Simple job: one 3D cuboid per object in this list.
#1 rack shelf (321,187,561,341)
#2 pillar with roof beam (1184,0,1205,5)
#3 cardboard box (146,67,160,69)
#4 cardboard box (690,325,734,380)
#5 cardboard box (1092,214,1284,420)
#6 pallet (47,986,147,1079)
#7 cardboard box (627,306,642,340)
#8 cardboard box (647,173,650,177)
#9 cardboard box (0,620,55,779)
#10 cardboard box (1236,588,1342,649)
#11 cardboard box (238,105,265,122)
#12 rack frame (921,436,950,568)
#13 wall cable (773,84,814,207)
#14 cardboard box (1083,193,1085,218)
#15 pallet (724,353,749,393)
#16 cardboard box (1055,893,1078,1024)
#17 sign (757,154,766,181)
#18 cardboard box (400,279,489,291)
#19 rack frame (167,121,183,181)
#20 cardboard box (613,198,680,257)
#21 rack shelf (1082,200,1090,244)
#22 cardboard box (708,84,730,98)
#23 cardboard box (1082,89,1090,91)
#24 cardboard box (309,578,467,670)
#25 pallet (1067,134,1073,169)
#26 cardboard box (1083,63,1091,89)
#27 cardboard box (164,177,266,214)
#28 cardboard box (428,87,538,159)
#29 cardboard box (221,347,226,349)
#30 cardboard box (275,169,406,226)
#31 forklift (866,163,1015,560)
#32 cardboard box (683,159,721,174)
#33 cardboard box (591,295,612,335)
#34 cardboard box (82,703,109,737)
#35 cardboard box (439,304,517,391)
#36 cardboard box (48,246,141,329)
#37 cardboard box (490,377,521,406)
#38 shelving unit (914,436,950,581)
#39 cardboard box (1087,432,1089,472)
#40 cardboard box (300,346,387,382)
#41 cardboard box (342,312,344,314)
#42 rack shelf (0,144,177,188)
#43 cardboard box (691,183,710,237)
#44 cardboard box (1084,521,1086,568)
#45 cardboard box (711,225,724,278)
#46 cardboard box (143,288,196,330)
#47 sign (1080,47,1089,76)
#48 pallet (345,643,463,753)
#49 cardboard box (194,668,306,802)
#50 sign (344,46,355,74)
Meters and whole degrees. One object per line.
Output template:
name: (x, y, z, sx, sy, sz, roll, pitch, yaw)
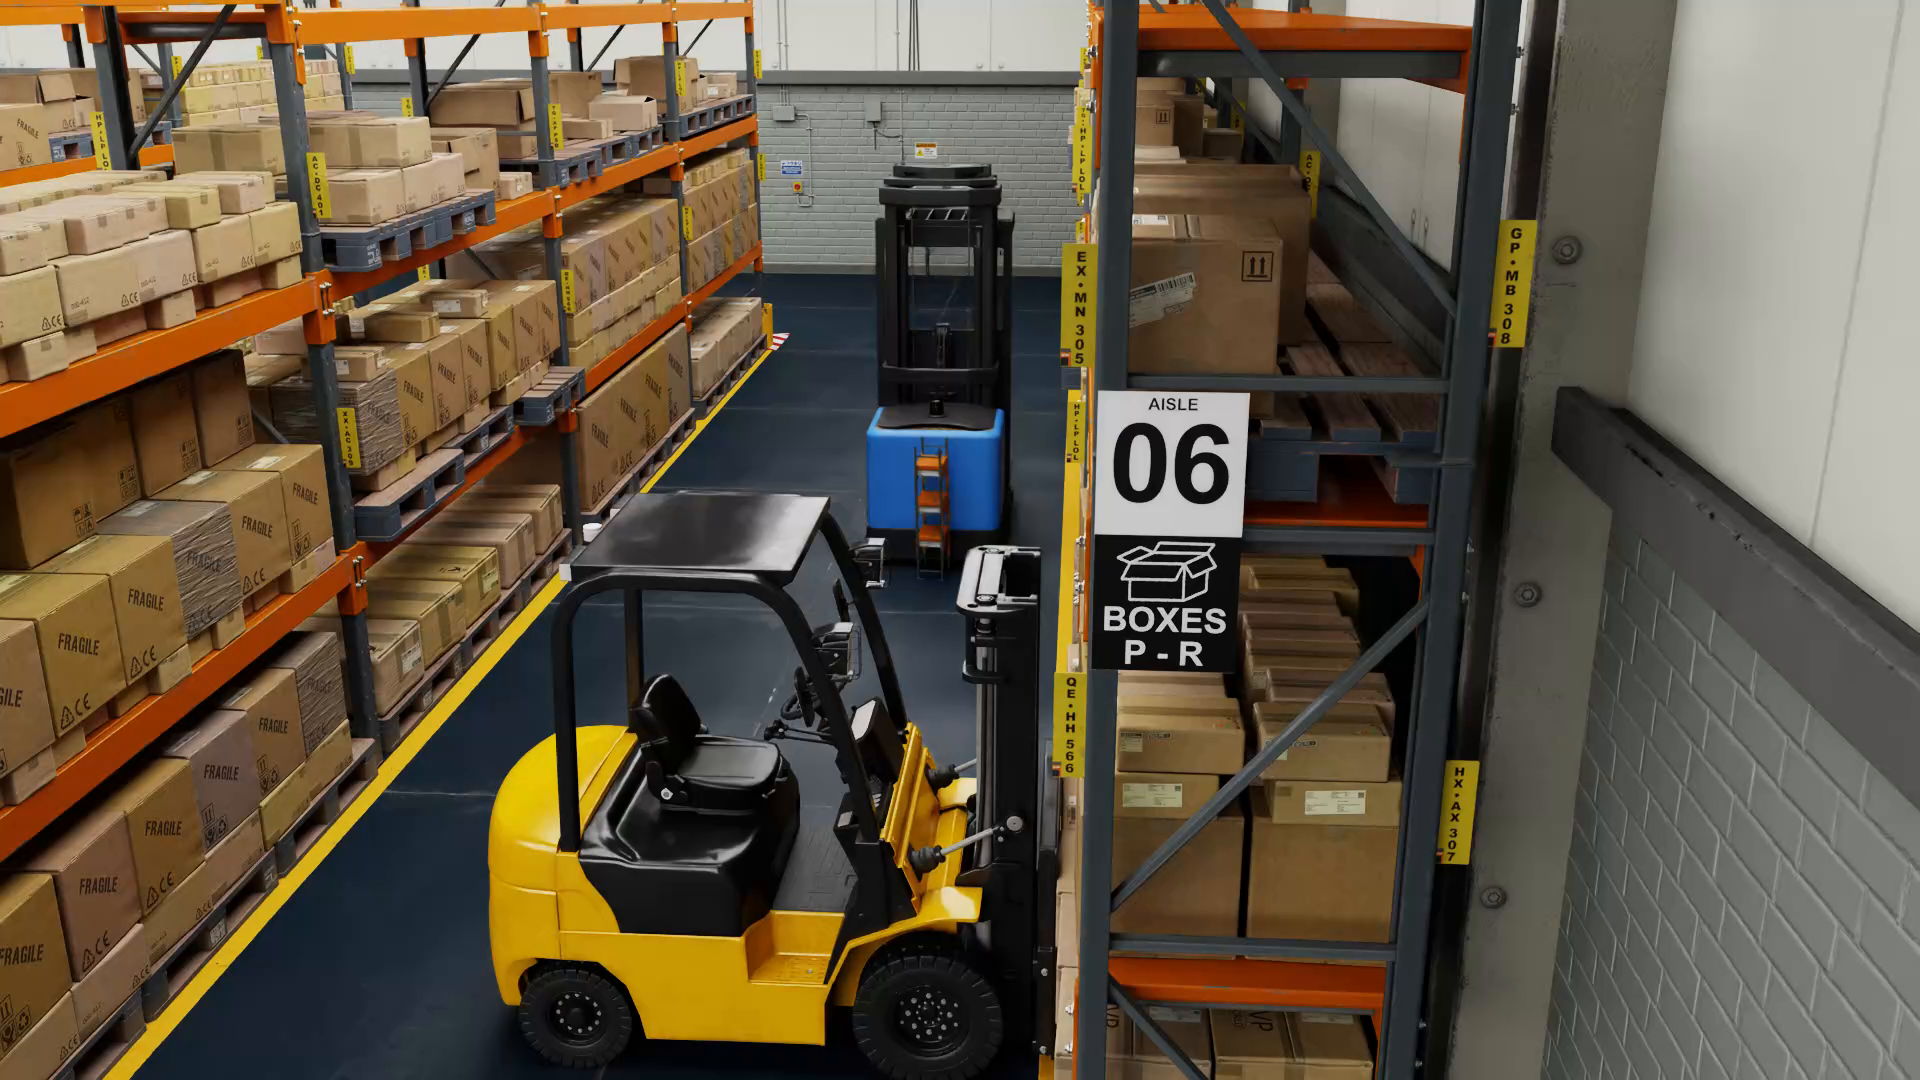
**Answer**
rack shelf: (-3.665, -1.848, 10.582, 1.077, 0.370, 4.000, 1, 18, 4)
pillar with roof beam: (-1.198, -7.524, 21.935, 9.100, 9.000, 0.400, 1, 18, 4)
cardboard box: (-8.363, -4.915, 17.586, 0.380, 0.149, 0.250, 1, 18, 2)
cardboard box: (-3.019, -2.080, 18.394, 0.875, 0.438, 0.875, 1, 18, 2)
cardboard box: (0.645, -0.654, 4.788, 0.500, 0.500, 0.500, 2, 18, 6)
pallet: (-3.996, 2.149, 6.524, 1.003, 0.211, 1.213, 1, 18, 4)
cardboard box: (-3.141, -1.936, 14.756, 0.500, 0.250, 0.500, 1, 18, 4)
cardboard box: (-3.375, -3.718, 17.144, 0.380, 0.149, 0.250, 1, 18, 4)
cardboard box: (-3.750, 0.609, 6.110, 0.500, 0.500, 0.500, 2, 18, 6)
cardboard box: (1.177, 0.291, 6.039, 0.380, 0.149, 0.250, 2, 18, 6)
cardboard box: (-7.799, -4.516, 17.811, 0.500, 0.250, 0.500, 2, 18, 6)
rack frame: (-0.182, -0.277, 12.529, 0.200, 1.050, 0.008, 4, 22, 11)
wall cable: (-2.567, -6.119, 25.599, 0.585, 1.953, 0.123, 1, 18, 4)
cardboard box: (1.595, -3.586, 18.108, 0.500, 0.500, 0.500, 2, 18, 5)
pallet: (-3.017, -1.917, 18.934, 1.003, 0.211, 1.213, 1, 18, 4)
cardboard box: (0.609, 1.532, 6.065, 0.500, 0.250, 0.500, 2, 18, 5)
sign: (-2.408, -4.516, 20.148, 0.100, 0.325, 0.005, 1, 18, 4)
cardboard box: (-3.784, -1.639, 12.295, 0.500, 0.500, 0.500, 1, 18, 2)
rack frame: (-8.179, -2.707, 16.866, 1.000, 3.000, 0.127, 1, 18, 4)
cardboard box: (-3.016, -3.006, 16.013, 0.500, 0.500, 0.500, 2, 18, 6)
rack shelf: (1.287, -1.738, 10.248, 1.077, 0.370, 4.000, 1, 18, 4)
cardboard box: (-2.841, -5.149, 19.071, 0.380, 0.149, 0.250, 0, 18, 0)
cardboard box: (1.310, -4.045, 15.224, 0.380, 0.149, 0.250, 2, 18, 5)
cardboard box: (-3.725, 0.520, 10.564, 0.950, 0.372, 0.625, 2, 18, 7)
pallet: (1.529, -3.331, 14.255, 1.213, 0.211, 1.003, 1, 18, 4)
cardboard box: (1.347, -4.323, 15.408, 0.396, 0.266, 0.258, 1, 18, 3)
cardboard box: (-3.555, -1.642, 7.923, 0.380, 0.149, 0.250, 1, 18, 3)
cardboard box: (-3.645, -3.180, 12.652, 0.797, 0.503, 0.637, 0, 18, 1)
cardboard box: (-7.948, -1.936, 17.464, 0.380, 0.149, 0.250, 2, 18, 6)
cardboard box: (-3.366, -1.869, 9.059, 0.500, 0.250, 0.500, 1, 18, 2)
forklift: (-0.114, -1.646, 13.740, 1.130, 2.935, 3.031, 1, 18, 3)
cardboard box: (-2.848, -4.106, 18.329, 0.380, 0.149, 0.250, 2, 18, 6)
cardboard box: (-3.201, -1.864, 13.732, 0.500, 0.250, 0.500, 2, 18, 5)
cardboard box: (-3.752, 0.716, 6.823, 0.380, 0.149, 0.250, 2, 18, 6)
cardboard box: (-3.338, -1.309, 11.287, 0.500, 0.500, 0.500, 0, 18, 0)
cardboard box: (-3.679, -1.022, 6.671, 0.500, 0.250, 0.500, 2, 18, 5)
cardboard box: (-3.262, -1.030, 11.479, 0.380, 0.149, 0.250, 2, 18, 5)
shelving unit: (-0.206, -0.231, 12.418, 0.215, 1.050, 0.252, 4, 22, 11)
cardboard box: (0.824, -0.438, 8.262, 0.380, 0.149, 0.250, 2, 18, 5)
cardboard box: (-3.422, -0.978, 9.235, 0.380, 0.149, 0.250, 1, 18, 4)
cardboard box: (-7.718, -2.685, 20.226, 0.380, 0.149, 0.250, 1, 18, 3)
rack shelf: (-8.322, -3.169, 14.615, 1.077, 0.370, 4.000, 1, 18, 4)
cardboard box: (-2.916, -3.449, 17.366, 0.500, 0.500, 0.500, 1, 18, 3)
cardboard box: (0.738, 0.023, 7.335, 0.380, 0.149, 0.250, 1, 18, 3)
cardboard box: (-2.857, -3.125, 17.983, 0.500, 0.500, 0.500, 1, 18, 4)
cardboard box: (-3.614, -1.025, 7.319, 0.380, 0.149, 0.250, 2, 18, 5)
sign: (1.462, -5.613, 19.515, 0.100, 0.325, 0.005, 1, 18, 4)
pallet: (-3.754, 0.940, 10.214, 1.003, 0.211, 1.213, 1, 18, 4)
cardboard box: (-3.617, 0.956, 8.226, 0.500, 0.500, 0.500, 2, 18, 5)
sign: (-7.340, -5.776, 19.995, 0.100, 0.325, 0.005, 1, 18, 4)
